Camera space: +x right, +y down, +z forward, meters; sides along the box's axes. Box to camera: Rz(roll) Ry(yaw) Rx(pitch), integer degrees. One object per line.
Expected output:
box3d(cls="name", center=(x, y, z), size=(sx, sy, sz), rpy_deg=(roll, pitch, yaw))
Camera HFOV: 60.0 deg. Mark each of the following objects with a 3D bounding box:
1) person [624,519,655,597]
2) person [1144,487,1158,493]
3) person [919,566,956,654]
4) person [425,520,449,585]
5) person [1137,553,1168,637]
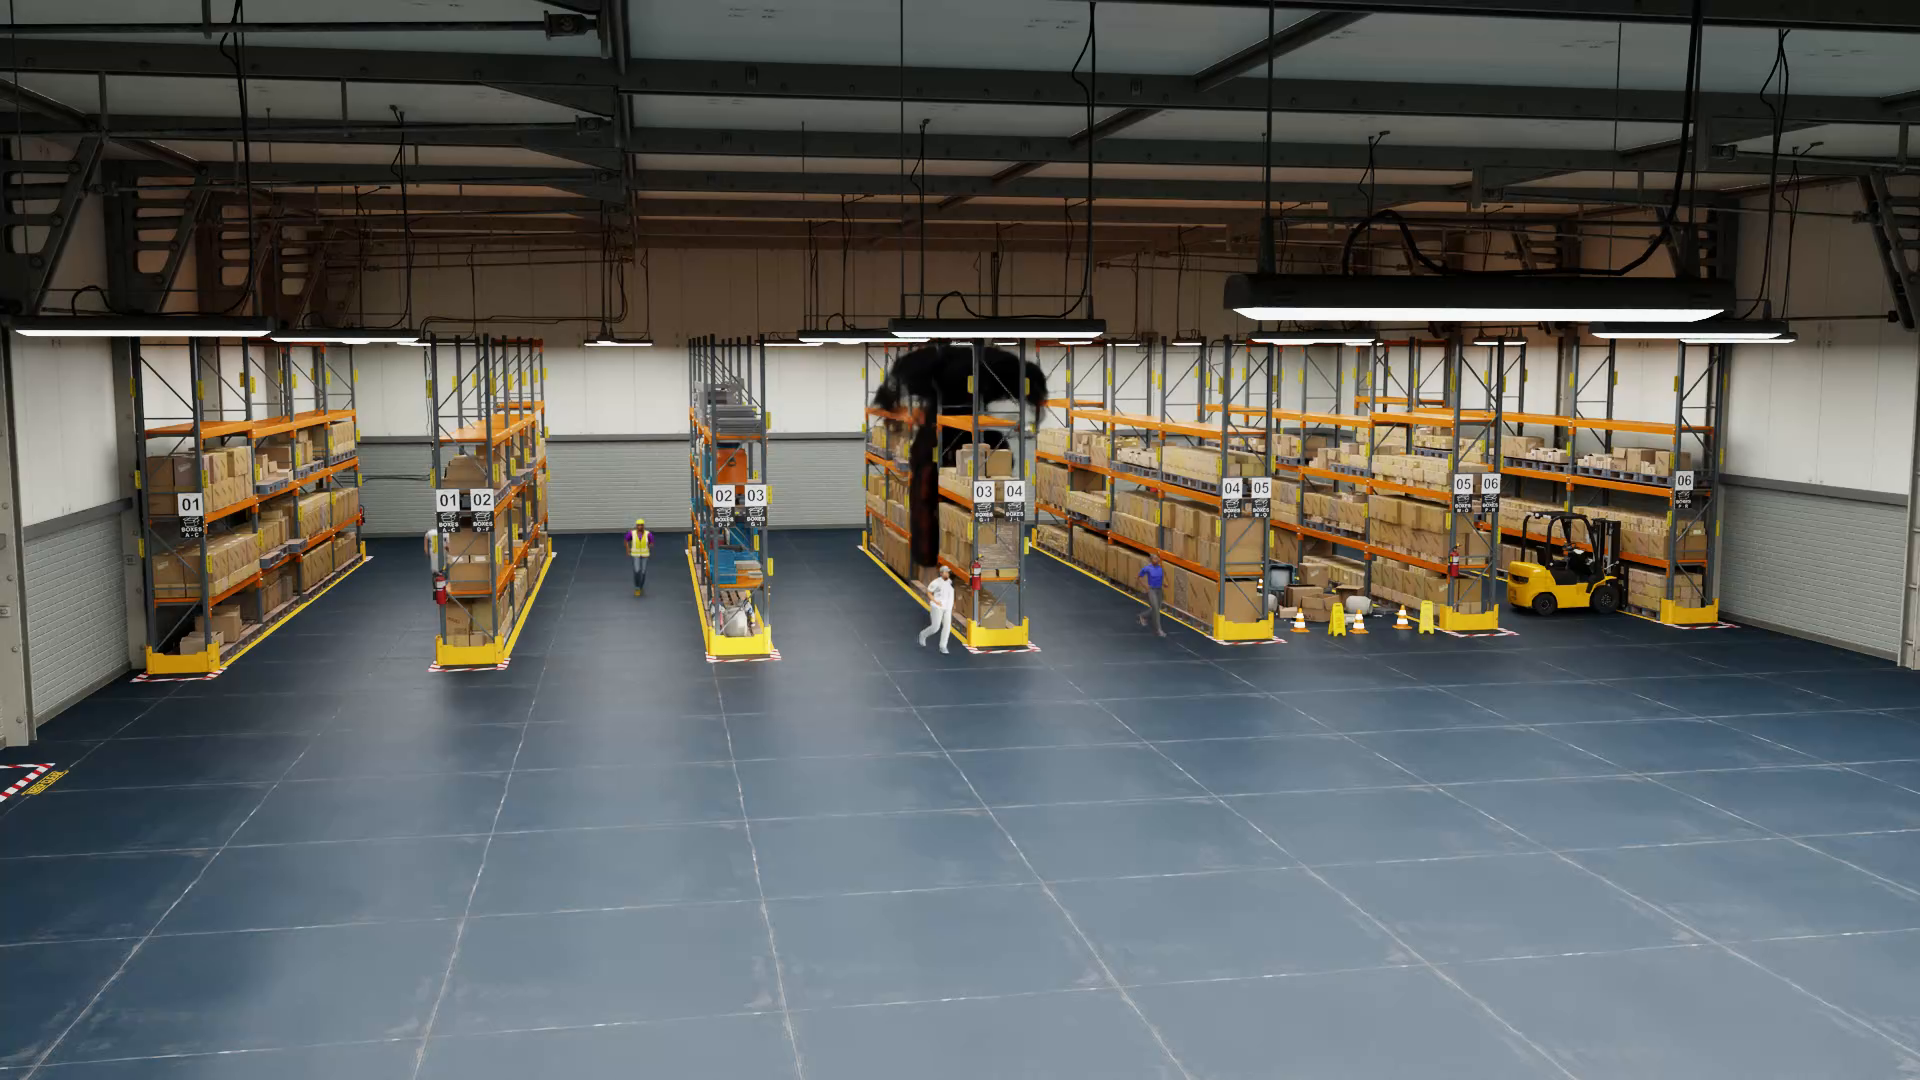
box3d(cls="person", center=(-7.451, 0.416, 38.788), size=(0.672, 1.824, 0.766), rpy_deg=(-2, 7, -20))
box3d(cls="person", center=(5.850, -1.039, 51.375), size=(0.968, 1.733, 0.657), rpy_deg=(-3, 7, -26))
box3d(cls="person", center=(-0.333, 1.309, 31.647), size=(0.672, 1.612, 0.826), rpy_deg=(-5, 8, -36))
box3d(cls="person", center=(-12.181, 0.403, 38.905), size=(0.690, 1.793, 0.847), rpy_deg=(-1, 7, -10))
box3d(cls="person", center=(3.872, 1.086, 33.488), size=(0.557, 1.657, 0.840), rpy_deg=(-4, 8, -34))
